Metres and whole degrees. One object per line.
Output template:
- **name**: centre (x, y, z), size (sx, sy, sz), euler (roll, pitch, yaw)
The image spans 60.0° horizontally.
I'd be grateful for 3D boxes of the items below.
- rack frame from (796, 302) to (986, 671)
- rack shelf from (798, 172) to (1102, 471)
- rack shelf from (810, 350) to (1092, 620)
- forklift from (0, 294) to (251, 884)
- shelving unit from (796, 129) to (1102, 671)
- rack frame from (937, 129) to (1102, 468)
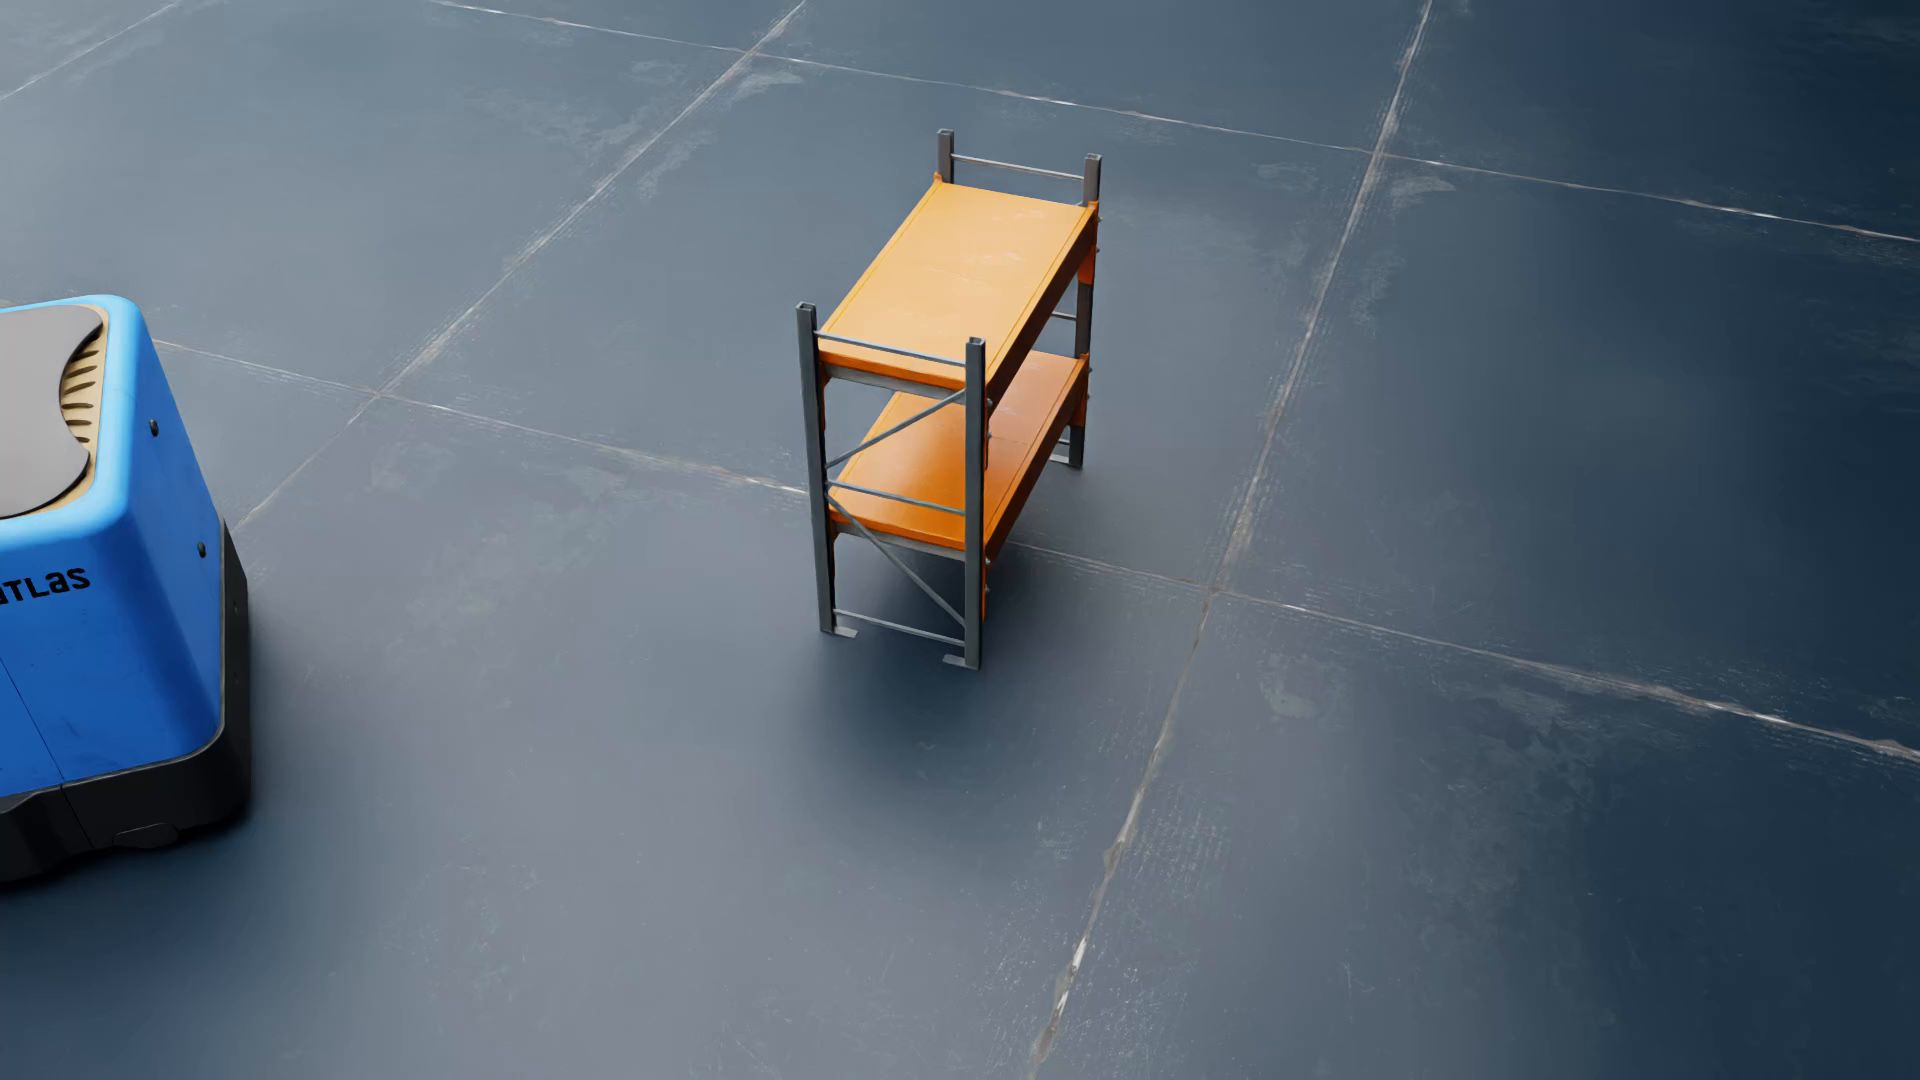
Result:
- **rack frame**: centre (-0.176, -0.114, 4.517), size (0.500, 1.125, 0.032), euler (13, 42, 15)
- **rack shelf**: centre (-0.002, -0.646, 4.690), size (0.538, 0.278, 1.000), euler (13, 42, 15)
- **rack shelf**: centre (-0.002, -0.238, 5.039), size (0.538, 0.278, 1.000), euler (13, 42, 15)
- **forklift**: centre (-3.439, -0.359, 3.413), size (3.031, 2.935, 1.130), euler (-12, 42, -14)
- **shelving unit**: centre (-0.002, -0.424, 4.880), size (0.538, 1.125, 1.048), euler (13, 42, 15)
- **rack frame**: centre (0.172, -0.734, 5.243), size (0.500, 1.125, 0.032), euler (13, 42, 15)
